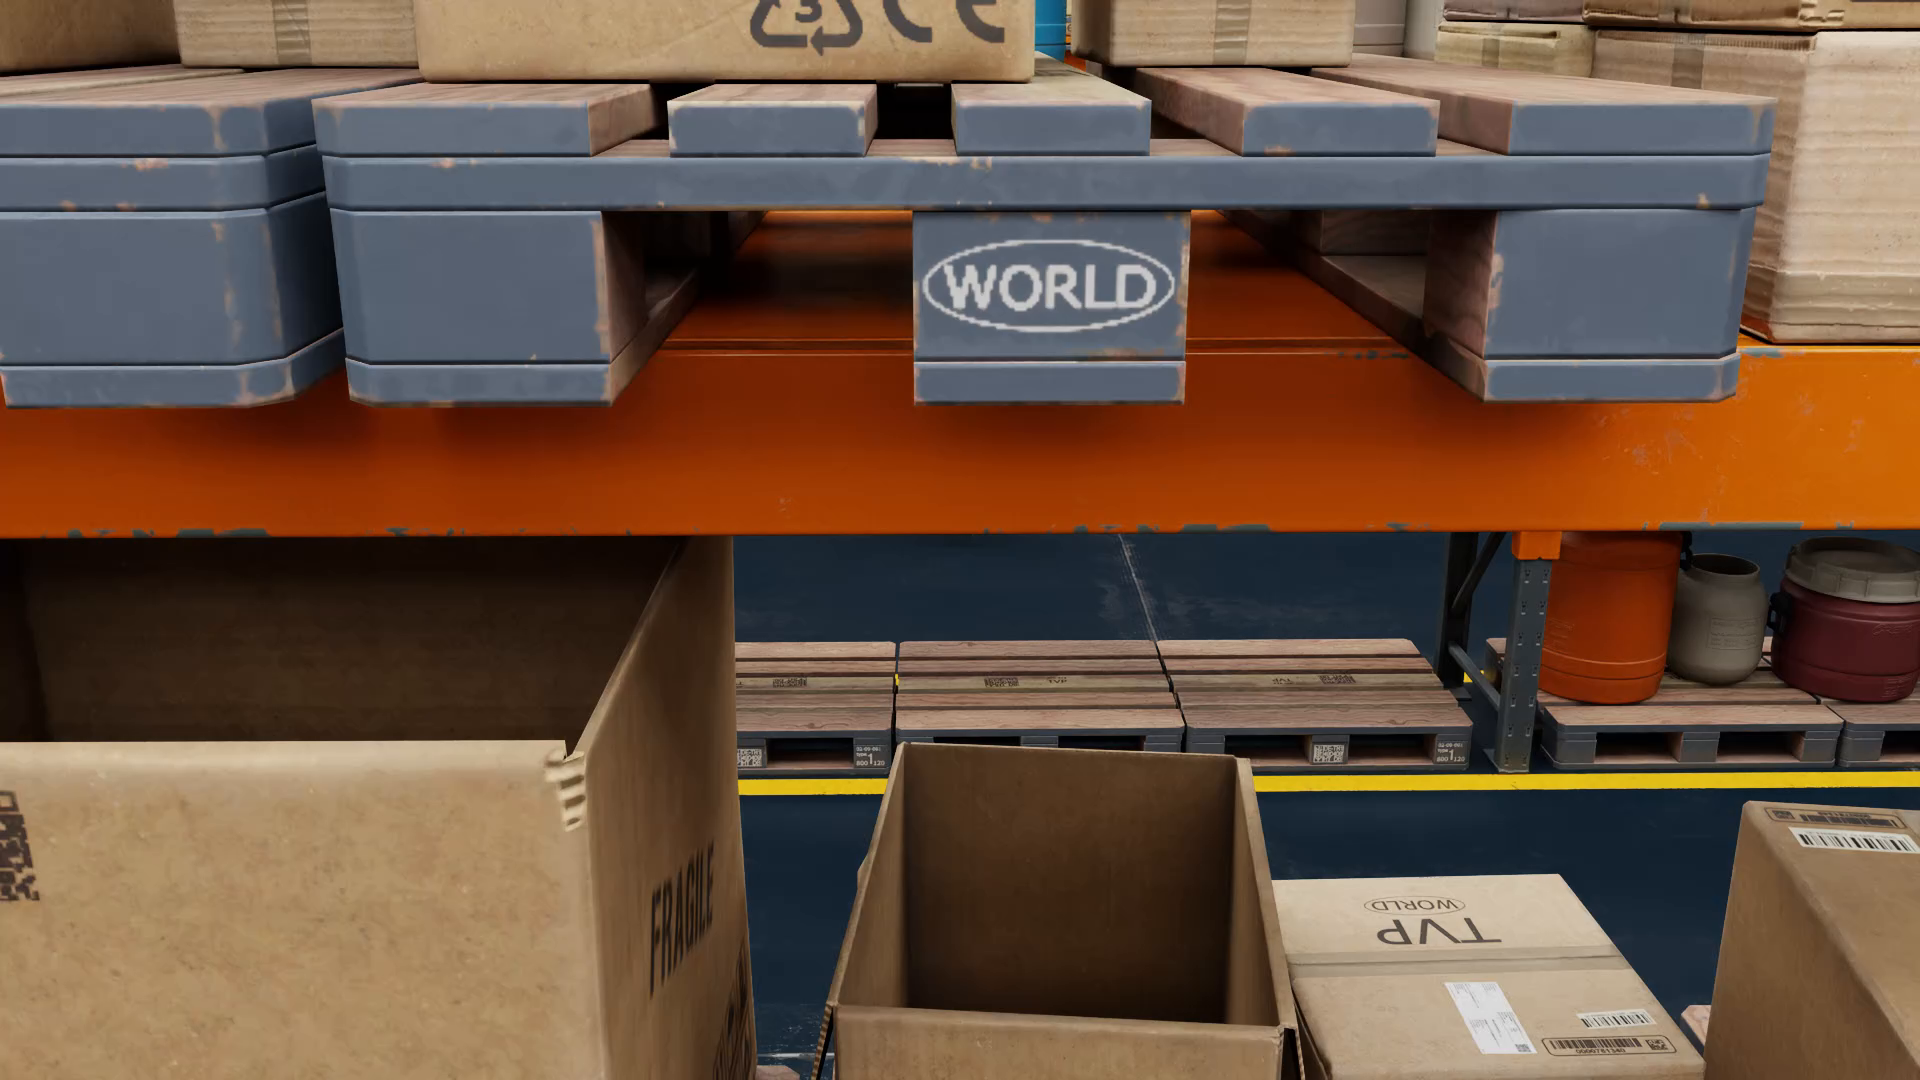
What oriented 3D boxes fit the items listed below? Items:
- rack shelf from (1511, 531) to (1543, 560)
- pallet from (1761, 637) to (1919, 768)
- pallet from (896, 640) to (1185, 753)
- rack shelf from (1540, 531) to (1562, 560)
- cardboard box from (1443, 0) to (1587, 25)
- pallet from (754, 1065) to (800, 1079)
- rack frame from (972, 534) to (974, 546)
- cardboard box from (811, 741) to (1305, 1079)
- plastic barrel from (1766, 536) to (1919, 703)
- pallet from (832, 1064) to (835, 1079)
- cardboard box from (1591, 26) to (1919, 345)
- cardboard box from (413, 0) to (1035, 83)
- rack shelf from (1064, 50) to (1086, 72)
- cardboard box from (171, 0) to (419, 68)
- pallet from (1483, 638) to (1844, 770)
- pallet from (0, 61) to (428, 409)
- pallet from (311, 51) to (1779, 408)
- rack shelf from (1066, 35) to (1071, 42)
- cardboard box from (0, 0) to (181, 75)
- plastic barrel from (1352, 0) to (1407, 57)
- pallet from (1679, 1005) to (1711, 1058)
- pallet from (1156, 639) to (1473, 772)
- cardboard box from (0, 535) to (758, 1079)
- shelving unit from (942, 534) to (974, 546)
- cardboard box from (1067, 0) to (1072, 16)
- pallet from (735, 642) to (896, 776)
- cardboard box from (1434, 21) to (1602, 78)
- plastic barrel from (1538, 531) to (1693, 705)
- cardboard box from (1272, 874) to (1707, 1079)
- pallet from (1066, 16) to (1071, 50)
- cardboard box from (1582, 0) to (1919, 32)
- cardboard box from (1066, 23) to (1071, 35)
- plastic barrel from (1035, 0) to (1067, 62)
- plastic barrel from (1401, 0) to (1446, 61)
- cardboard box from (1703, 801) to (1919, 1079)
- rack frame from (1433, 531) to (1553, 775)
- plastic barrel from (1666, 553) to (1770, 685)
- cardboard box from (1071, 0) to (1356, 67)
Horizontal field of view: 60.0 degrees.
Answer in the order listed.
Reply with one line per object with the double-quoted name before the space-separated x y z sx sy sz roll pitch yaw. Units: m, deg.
"rack shelf" 0.318 -0.244 7.075 4.000 0.370 1.077 0 18 -1
"pallet" 4.322 0.710 7.488 1.213 0.211 1.003 0 18 -1
"pallet" 0.326 0.729 7.431 1.213 0.211 1.003 0 18 -1
"rack shelf" 4.317 -0.263 7.135 4.000 0.370 1.077 0 18 -1
"cardboard box" 0.912 -0.868 1.949 0.500 0.500 0.500 -1 18 -2
"pallet" -0.837 1.068 2.122 1.213 0.211 1.003 0 18 -1
"rack frame" 0.077 -0.572 9.865 0.006 1.200 0.240 0 18 -1
"cardboard box" 0.128 0.650 2.254 0.637 0.503 0.797 2 18 5
"plastic barrel" 3.936 0.339 7.340 0.708 0.588 0.600 0 18 -1
"pallet" 0.417 1.030 2.240 1.213 0.211 1.003 0 18 -1
"cardboard box" 0.926 -0.355 1.578 0.500 0.250 0.500 0 18 1
"cardboard box" -0.190 -0.718 1.609 0.637 0.503 0.797 0 18 1
"rack shelf" 0.243 -3.185 11.333 4.000 0.370 1.077 0 18 -1
"cardboard box" -0.665 -0.664 1.827 0.258 0.266 0.396 0 18 1
"pallet" 3.105 0.715 7.473 1.213 0.211 1.003 0 18 -1
"pallet" -0.985 -0.373 1.698 1.003 0.211 1.213 0 18 -1
"pallet" 0.052 -0.379 1.716 1.003 0.211 1.213 0 18 -1
"rack shelf" 0.162 -4.698 16.049 4.000 0.370 1.077 0 18 -1
"cardboard box" -1.132 -0.714 1.594 0.637 0.503 0.797 -1 18 -4
"plastic barrel" 1.493 -2.325 6.655 0.600 0.901 0.600 0 18 0
"pallet" 1.685 1.044 2.197 1.003 0.211 1.213 0 18 -1
"pallet" 1.542 0.724 7.447 1.213 0.211 1.003 0 18 -1
"cardboard box" -0.807 0.489 1.942 1.000 1.000 1.000 0 18 0
"shelving unit" -0.014 -0.571 9.864 0.189 1.200 0.258 0 18 -1
"cardboard box" 0.694 -3.639 11.129 0.500 0.250 0.500 -1 18 -2
"pallet" -0.897 0.735 7.410 1.213 0.211 1.003 0 18 -1
"cardboard box" 0.895 -0.508 2.055 0.500 0.250 0.500 0 18 0
"plastic barrel" 2.807 0.230 7.286 0.708 0.830 0.600 0 18 -1
"cardboard box" 0.716 0.726 2.432 0.500 0.250 0.500 -1 18 -2
"pallet" 0.448 -3.411 11.167 1.213 0.211 1.003 1 18 2
"cardboard box" 0.915 -0.715 1.474 0.500 0.500 0.500 0 18 0
"cardboard box" 0.864 -5.131 16.019 0.637 0.503 0.797 2 18 7
"plastic barrel" 0.131 -2.319 6.634 0.708 0.901 0.600 0 18 -1
"plastic barrel" 2.002 -2.170 6.807 0.421 0.512 0.421 0 18 0
"cardboard box" 1.300 0.717 2.050 0.500 0.500 0.700 2 18 7
"rack frame" 2.318 -0.596 6.995 0.127 3.000 1.000 0 18 -1
"plastic barrel" 3.370 0.351 7.428 0.421 0.512 0.421 0 18 0
"cardboard box" 0.270 -0.621 1.856 0.250 0.166 0.380 -1 18 -2
